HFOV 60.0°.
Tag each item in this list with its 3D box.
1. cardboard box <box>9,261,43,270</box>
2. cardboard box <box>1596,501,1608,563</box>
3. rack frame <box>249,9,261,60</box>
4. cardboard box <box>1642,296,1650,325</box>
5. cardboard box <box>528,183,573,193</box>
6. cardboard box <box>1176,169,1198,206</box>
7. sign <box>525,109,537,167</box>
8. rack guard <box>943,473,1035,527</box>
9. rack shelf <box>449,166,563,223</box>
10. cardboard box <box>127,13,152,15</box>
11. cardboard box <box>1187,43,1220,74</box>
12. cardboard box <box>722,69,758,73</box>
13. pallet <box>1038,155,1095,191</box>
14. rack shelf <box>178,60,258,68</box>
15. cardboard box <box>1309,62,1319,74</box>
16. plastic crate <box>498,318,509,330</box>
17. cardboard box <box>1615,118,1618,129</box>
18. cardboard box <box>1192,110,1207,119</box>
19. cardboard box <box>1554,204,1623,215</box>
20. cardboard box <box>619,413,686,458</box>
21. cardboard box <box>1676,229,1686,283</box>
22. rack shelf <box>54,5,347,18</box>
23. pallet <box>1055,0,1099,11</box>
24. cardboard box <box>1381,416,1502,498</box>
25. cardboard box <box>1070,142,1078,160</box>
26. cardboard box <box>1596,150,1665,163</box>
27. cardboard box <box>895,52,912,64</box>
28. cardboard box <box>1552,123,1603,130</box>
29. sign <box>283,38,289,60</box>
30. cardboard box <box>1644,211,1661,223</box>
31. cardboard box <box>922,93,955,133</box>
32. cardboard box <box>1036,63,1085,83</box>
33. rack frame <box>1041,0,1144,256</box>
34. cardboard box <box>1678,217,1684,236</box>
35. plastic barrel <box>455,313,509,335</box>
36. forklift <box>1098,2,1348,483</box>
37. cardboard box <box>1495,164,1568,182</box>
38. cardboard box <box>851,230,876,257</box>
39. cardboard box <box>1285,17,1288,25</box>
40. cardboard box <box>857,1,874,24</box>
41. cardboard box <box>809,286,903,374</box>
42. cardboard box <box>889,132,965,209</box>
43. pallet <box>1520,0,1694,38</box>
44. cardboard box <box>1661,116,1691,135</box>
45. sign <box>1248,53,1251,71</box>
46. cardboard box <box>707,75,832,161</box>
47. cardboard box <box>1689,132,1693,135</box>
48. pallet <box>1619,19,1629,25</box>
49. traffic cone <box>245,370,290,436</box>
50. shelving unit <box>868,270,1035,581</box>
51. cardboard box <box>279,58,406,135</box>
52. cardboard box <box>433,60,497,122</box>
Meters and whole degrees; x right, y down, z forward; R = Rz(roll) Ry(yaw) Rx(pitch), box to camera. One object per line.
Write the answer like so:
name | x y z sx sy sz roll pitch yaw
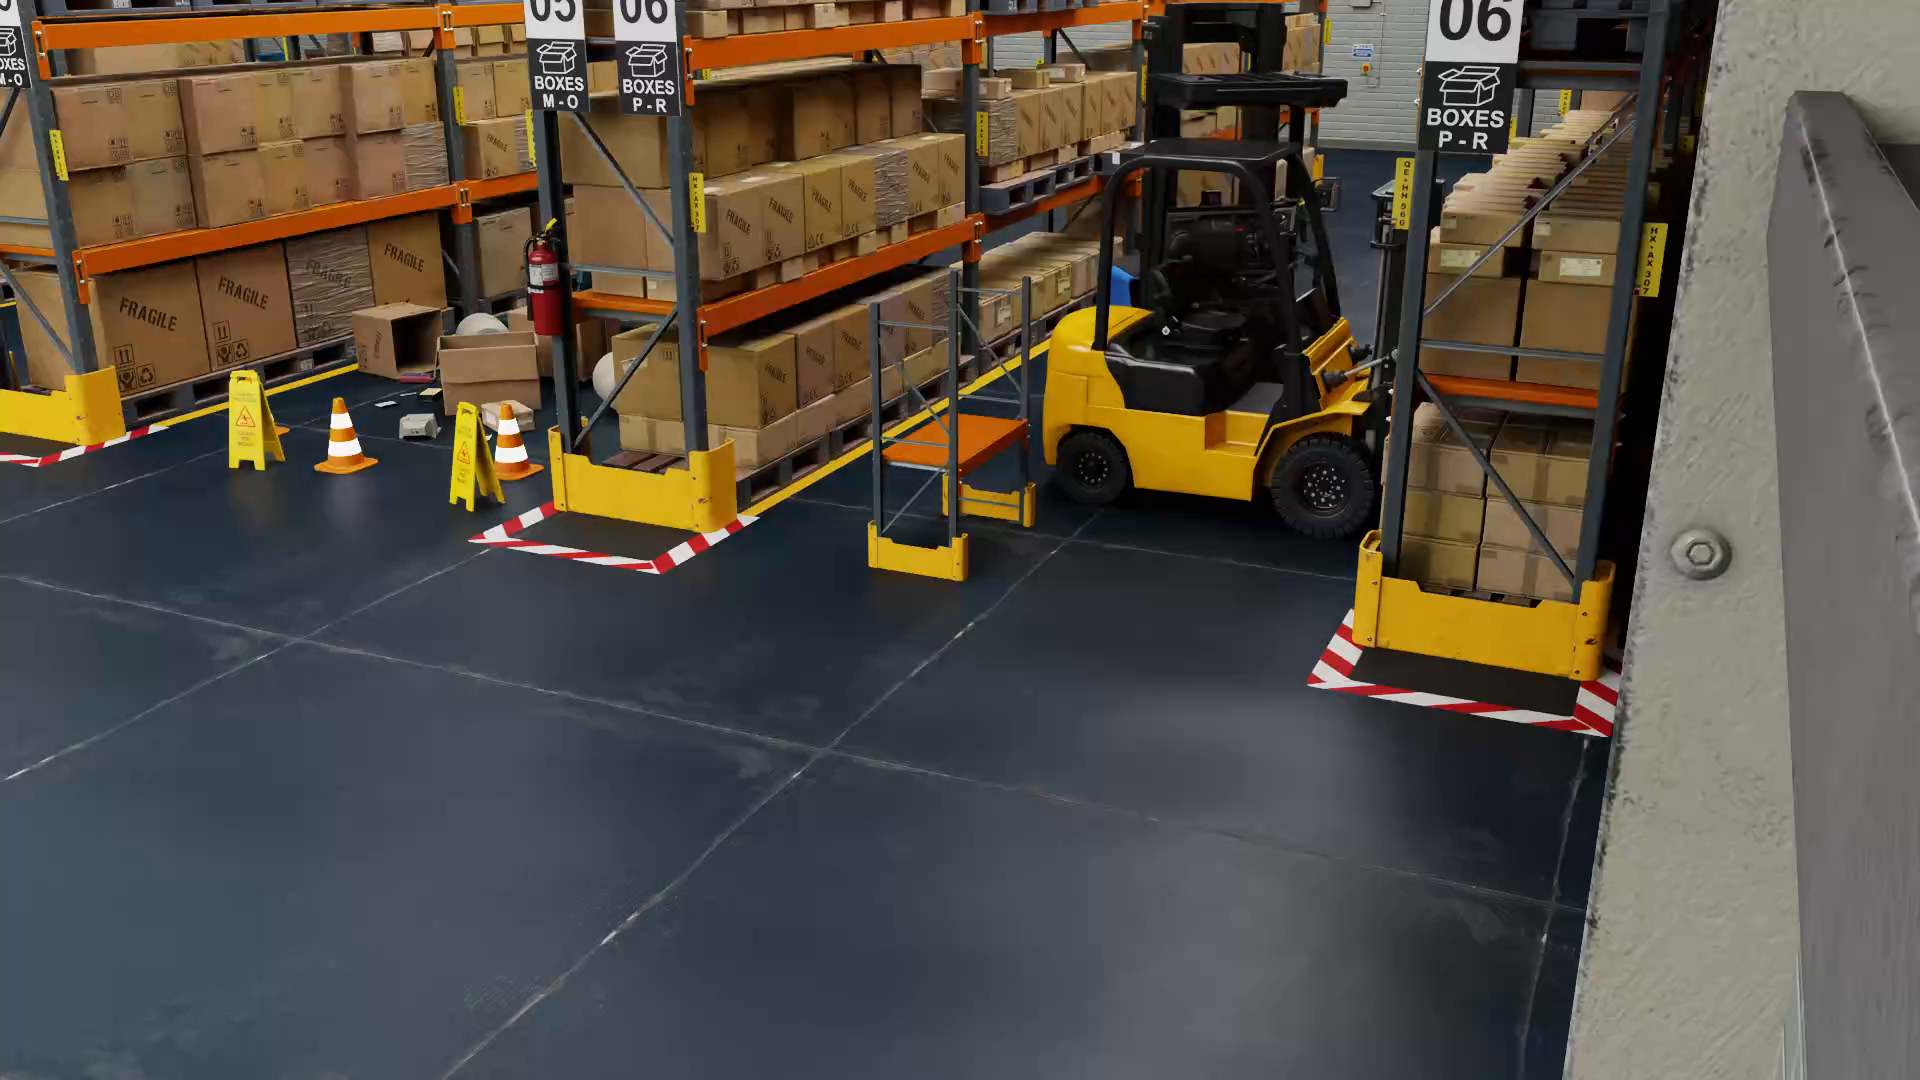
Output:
cardboard box | -9.573 -3.042 16.949 0.500 0.500 0.500 8 21 21
cardboard box | 3.172 -0.052 8.916 0.500 0.250 0.500 9 21 23
rack frame | -13.494 -9.167 31.069 1.000 3.000 0.127 9 21 23
cardboard box | 3.627 -1.506 9.378 0.500 0.500 0.500 9 21 24
cardboard box | -3.937 -3.346 17.432 1.050 0.750 0.750 9 21 24
cardboard box | 2.034 -3.670 18.156 0.875 0.875 0.875 9 21 23
sign | -2.467 -2.333 9.652 0.100 0.325 0.005 9 21 23
rack guard | 0.173 -0.247 10.089 0.587 0.250 0.087 9 21 23
rack shelf | -4.070 -3.700 16.768 1.077 0.370 4.000 9 21 23
cardboard box | -14.261 -8.883 28.628 0.500 0.500 0.500 8 21 21
cardboard box | 2.560 -5.260 18.441 0.500 0.500 0.500 9 22 24
cardboard box | -2.564 -5.362 19.230 0.380 0.149 0.250 8 21 20
pallet | 0.533 -3.300 14.859 1.003 0.211 1.213 9 21 23
rack shelf | -14.313 -8.217 29.471 1.077 0.370 4.000 9 21 23
cardboard box | 4.627 -6.310 22.887 0.500 0.500 0.500 9 21 23
plastic crate | -3.765 -1.896 14.735 0.662 0.188 0.450 -14 14 -33
cardboard box | 5.973 -3.816 15.619 0.500 0.250 0.500 8 21 20
cardboard box | 2.387 -4.749 18.124 0.500 0.250 0.500 9 21 24
cardboard box | 3.059 -1.515 7.991 0.380 0.149 0.250 9 22 25
cardboard box | -1.874 -0.750 10.877 0.500 0.250 0.500 8 21 22
cardboard box | 6.700 -2.741 16.103 0.500 0.500 0.500 10 22 25
rack shelf | -8.553 -5.824 18.266 1.077 0.370 4.000 9 21 23
pallet | 0.441 -4.595 14.017 1.213 0.211 1.003 9 21 23
cardboard box | 2.465 -0.433 8.494 0.500 0.250 0.500 9 22 25
cardboard box | 0.825 -3.464 14.781 0.380 0.149 0.250 8 21 21
cardboard box | 4.107 -2.299 10.195 0.380 0.149 0.250 8 21 22
cardboard box | -0.984 -6.329 22.495 0.500 0.500 0.500 9 21 23
cardboard box | 4.919 -3.221 13.233 0.380 0.149 0.250 9 21 24
sign | -8.242 -5.982 20.385 0.100 0.325 0.005 9 21 23
cardboard box | 3.528 -1.680 8.899 0.380 0.149 0.250 9 22 25
cardboard box | -0.351 -3.337 13.454 0.500 0.500 0.500 8 21 22
cardboard box | 0.894 -4.153 14.783 0.380 0.149 0.250 7 21 20
rack frame | 1.307 -4.002 16.544 1.000 3.000 0.127 9 21 23
cardboard box | 6.693 -2.999 15.860 0.380 0.149 0.250 8 21 20
plastic barrel | -3.954 -1.656 13.793 0.421 0.421 0.512 -9 22 -24
forklift | 1.834 -2.041 11.135 1.130 2.935 3.031 -4 20 -11
cardboard box | 3.256 -2.052 9.500 0.380 0.149 0.250 9 21 23
cardboard box | -0.802 -2.052 11.436 0.380 0.149 0.250 9 21 23
cardboard box | 3.952 -6.572 21.162 0.380 0.149 0.250 9 21 23
cardboard box | -0.800 -3.555 11.187 0.380 0.149 0.250 9 21 24
cardboard box | -0.743 -1.505 11.881 0.500 0.500 0.500 10 22 26
cardboard box | -0.286 -2.796 12.561 0.500 0.500 0.500 8 21 21
pallet | 3.372 -2.835 8.918 1.003 0.211 1.213 9 21 23
cardboard box | 5.883 -3.452 13.881 0.380 0.149 0.250 9 22 24
sign | 3.444 -5.661 19.600 0.100 0.325 0.005 9 21 23
cardboard box | -1.299 -2.858 11.242 0.700 0.500 0.500 8 21 22
cardboard box | 5.906 -3.311 14.080 0.500 0.250 0.500 9 22 24
pallet | 4.548 -3.693 11.486 0.805 0.209 1.217 8 21 21
traffic cone | -5.014 -0.977 11.824 0.336 0.463 0.334 9 21 23
shelving unit | -0.031 -0.683 9.452 0.587 1.500 1.083 9 21 23
cardboard box | -5.190 -3.714 13.901 0.875 0.550 0.550 9 21 23
cardboard box | -4.691 -4.098 15.173 0.700 0.500 0.500 8 21 22
